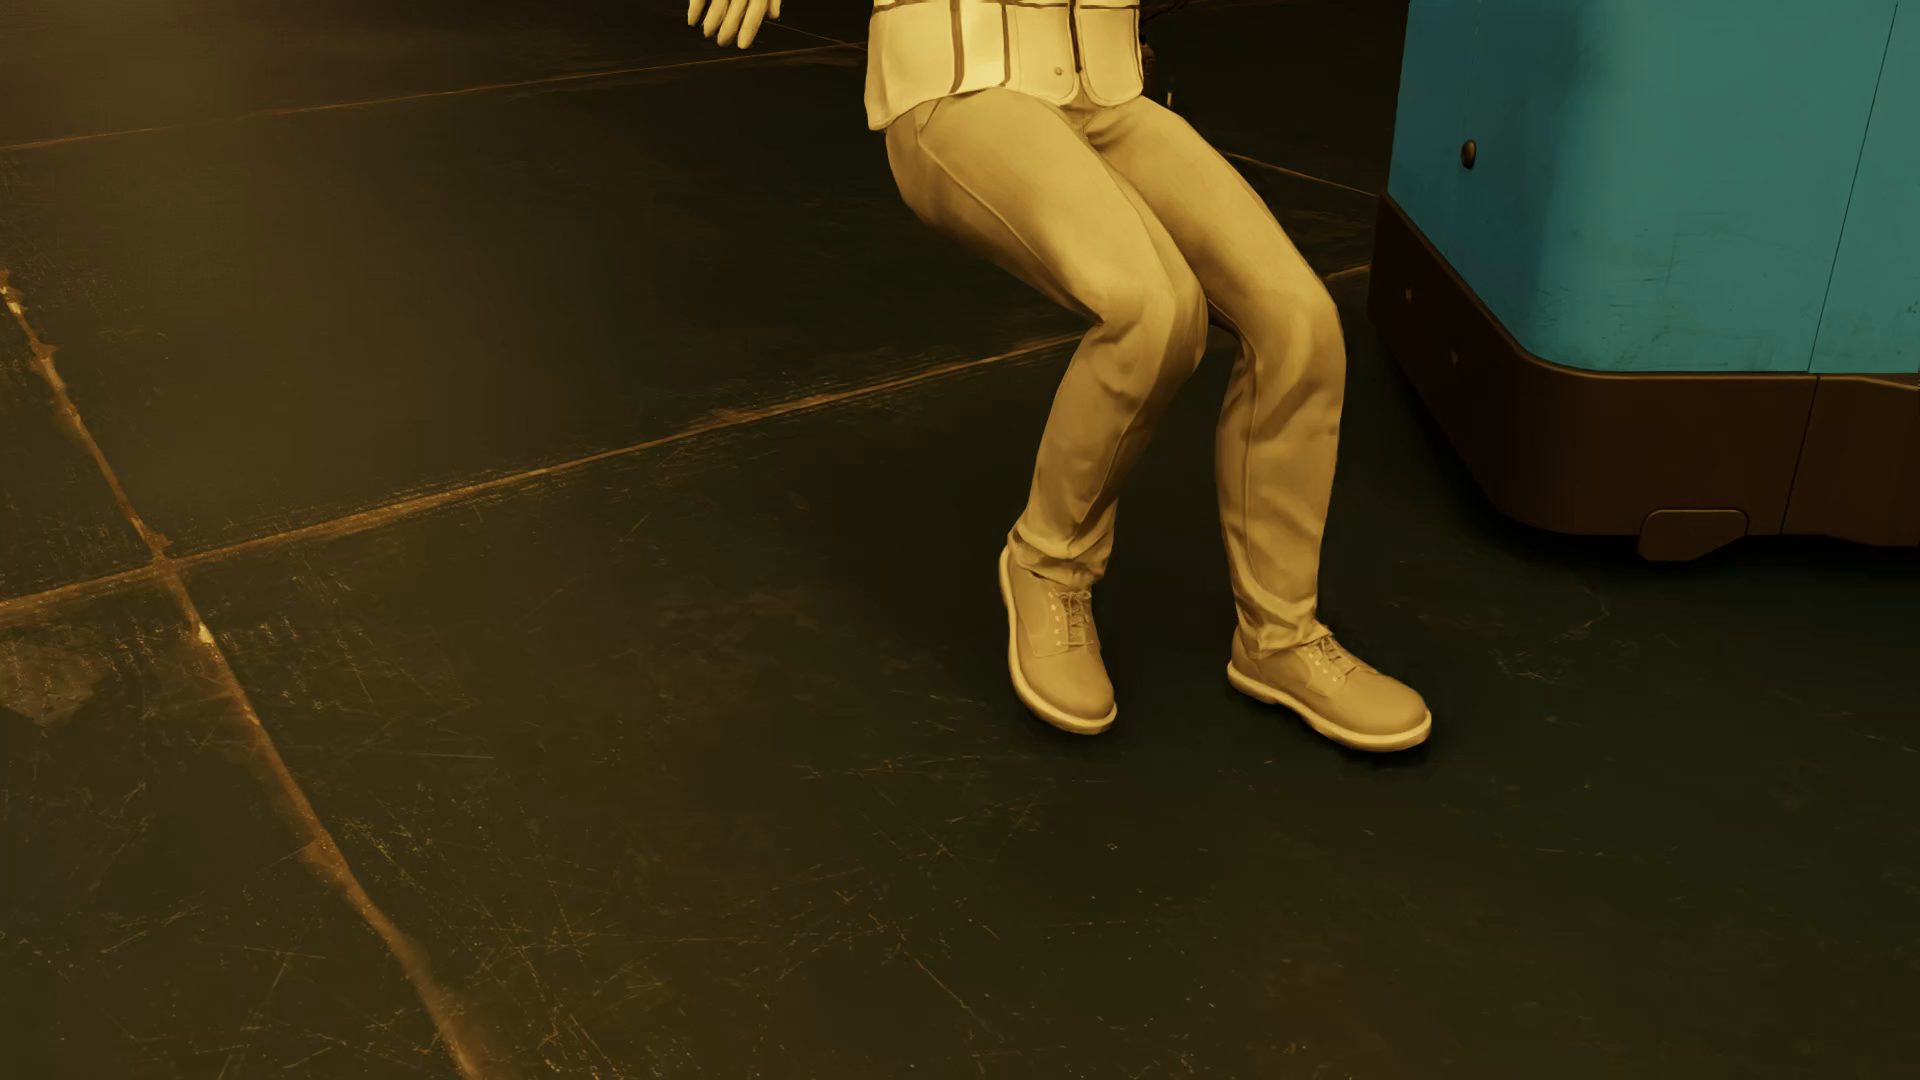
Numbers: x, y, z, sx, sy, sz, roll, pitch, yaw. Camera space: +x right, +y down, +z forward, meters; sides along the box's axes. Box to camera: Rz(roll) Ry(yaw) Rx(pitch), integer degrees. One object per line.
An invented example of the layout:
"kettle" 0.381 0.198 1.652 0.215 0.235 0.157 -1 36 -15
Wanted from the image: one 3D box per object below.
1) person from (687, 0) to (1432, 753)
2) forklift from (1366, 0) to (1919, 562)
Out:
"person" 0.213 -0.499 1.856 1.013 1.458 0.808 -21 33 -36
"forklift" 2.295 -1.485 2.192 3.031 2.935 1.130 0 27 0
